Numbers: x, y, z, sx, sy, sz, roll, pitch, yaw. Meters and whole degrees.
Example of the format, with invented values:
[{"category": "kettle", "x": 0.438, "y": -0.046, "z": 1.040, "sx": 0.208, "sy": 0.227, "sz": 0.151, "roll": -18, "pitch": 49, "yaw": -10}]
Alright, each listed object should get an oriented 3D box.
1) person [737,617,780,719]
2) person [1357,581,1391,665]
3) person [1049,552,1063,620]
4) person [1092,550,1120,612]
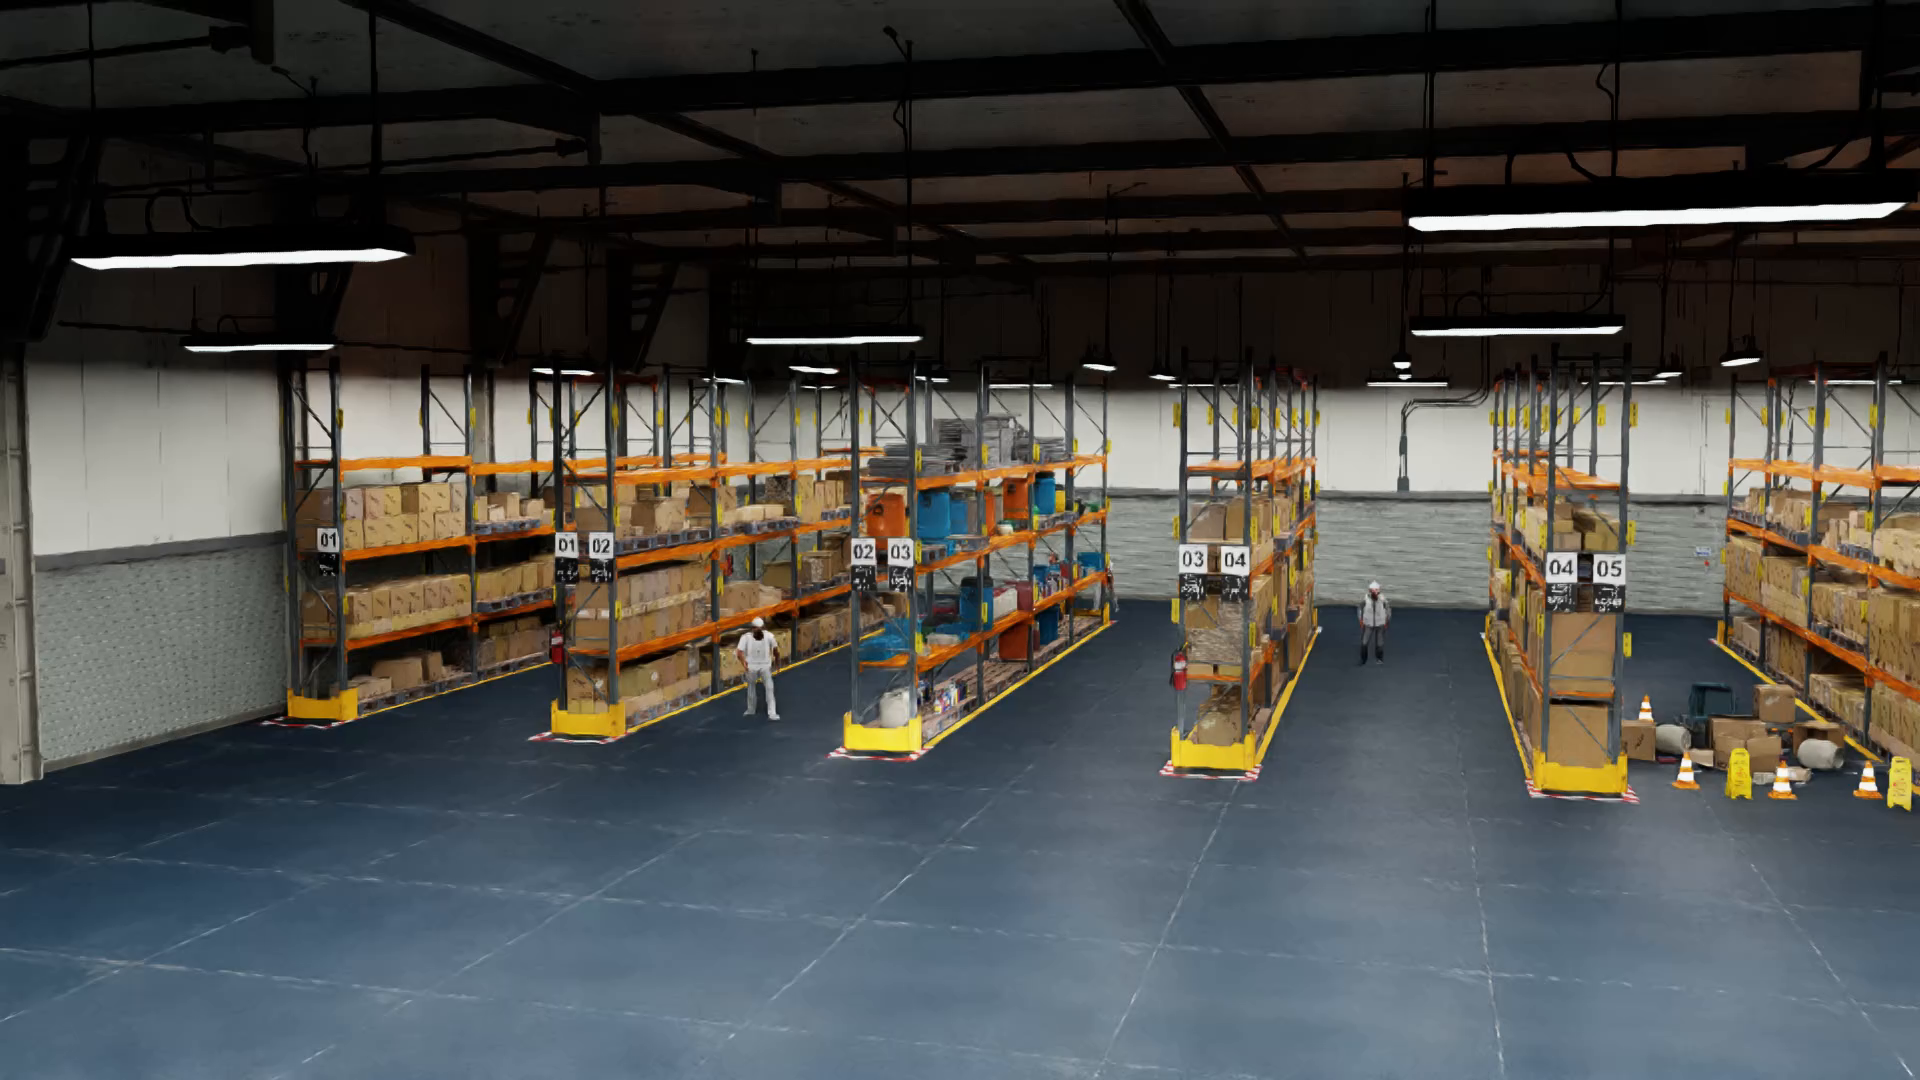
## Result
[{"category": "person", "x": -3.351, "y": 2.110, "z": 27.690, "sx": 0.711, "sy": 1.695, "sz": 0.815, "roll": 0, "pitch": 4, "yaw": -4}, {"category": "person", "x": 8.353, "y": 1.684, "z": 33.584, "sx": 0.677, "sy": 1.725, "sz": 0.569, "roll": 1, "pitch": 4, "yaw": 13}, {"category": "person", "x": 2.231, "y": 1.149, "z": 39.749, "sx": 0.424, "sy": 1.714, "sz": 0.579, "roll": -2, "pitch": 5, "yaw": -28}, {"category": "person", "x": 3.721, "y": 1.058, "z": 42.639, "sx": 0.492, "sy": 1.621, "sz": 0.917, "roll": 3, "pitch": 5, "yaw": 40}]
